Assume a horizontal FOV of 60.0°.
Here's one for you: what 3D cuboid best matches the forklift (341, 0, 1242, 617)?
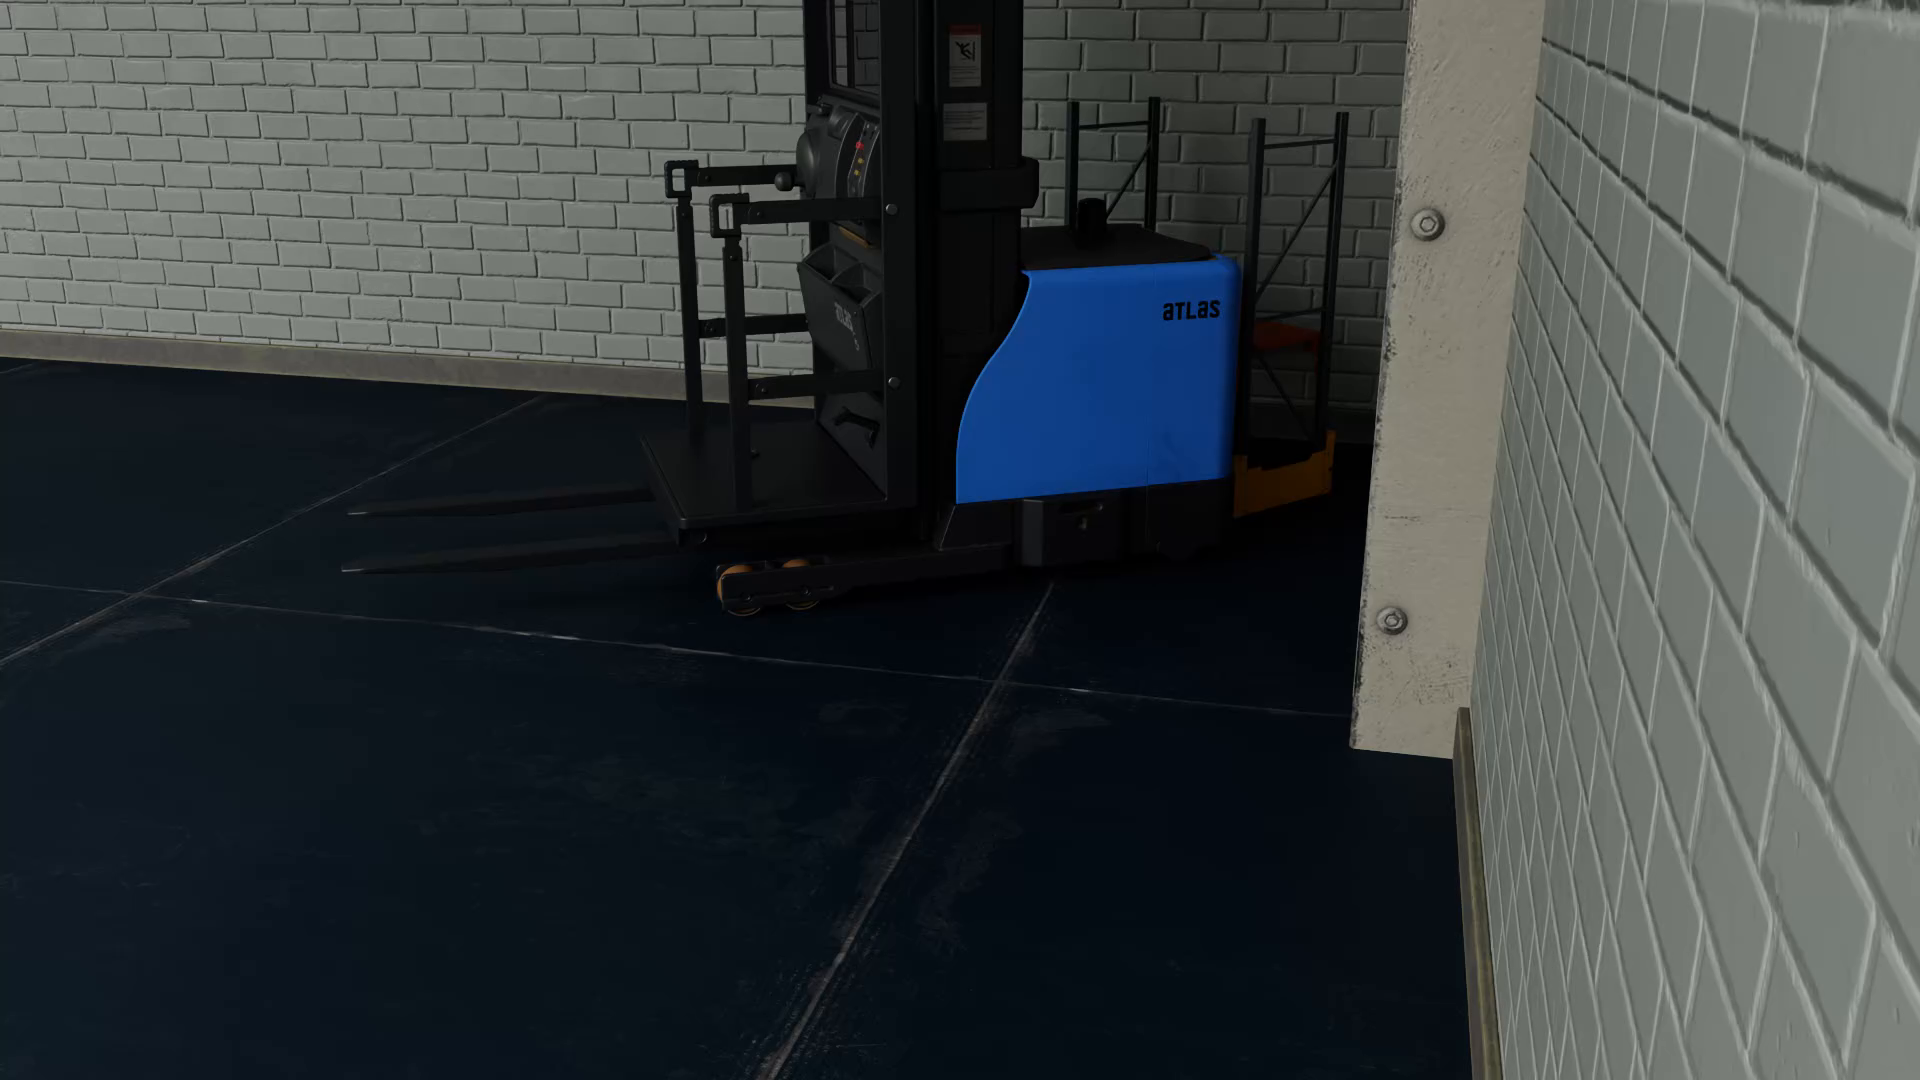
[{"bbox_3d":[-0.594,-1.327,5.538,3.031,2.935,1.130,-6,20,-16],"label":"forklift"}]

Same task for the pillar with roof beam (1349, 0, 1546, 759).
[{"bbox_3d":[-2.916,-4.082,4.217,9.100,9.000,0.400,5,19,13],"label":"pillar with roof beam"}]

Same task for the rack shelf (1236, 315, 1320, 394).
[{"bbox_3d":[0.952,-0.820,6.824,0.538,0.185,1.000,-14,23,-35],"label":"rack shelf"}]

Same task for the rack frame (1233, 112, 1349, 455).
[{"bbox_3d":[1.261,-0.860,6.385,0.500,1.500,0.032,-14,23,-35],"label":"rack frame"}]

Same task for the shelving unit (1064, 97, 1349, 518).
[{"bbox_3d":[0.957,-0.988,6.759,0.587,1.500,1.083,-14,23,-35],"label":"shelving unit"}]

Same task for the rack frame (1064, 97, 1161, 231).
[{"bbox_3d":[0.642,-1.121,7.148,0.500,1.500,0.032,-14,23,-35],"label":"rack frame"}]

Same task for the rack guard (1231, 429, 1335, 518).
[{"bbox_3d":[1.261,-0.269,6.588,0.587,0.250,0.087,-14,23,-35],"label":"rack guard"}]
